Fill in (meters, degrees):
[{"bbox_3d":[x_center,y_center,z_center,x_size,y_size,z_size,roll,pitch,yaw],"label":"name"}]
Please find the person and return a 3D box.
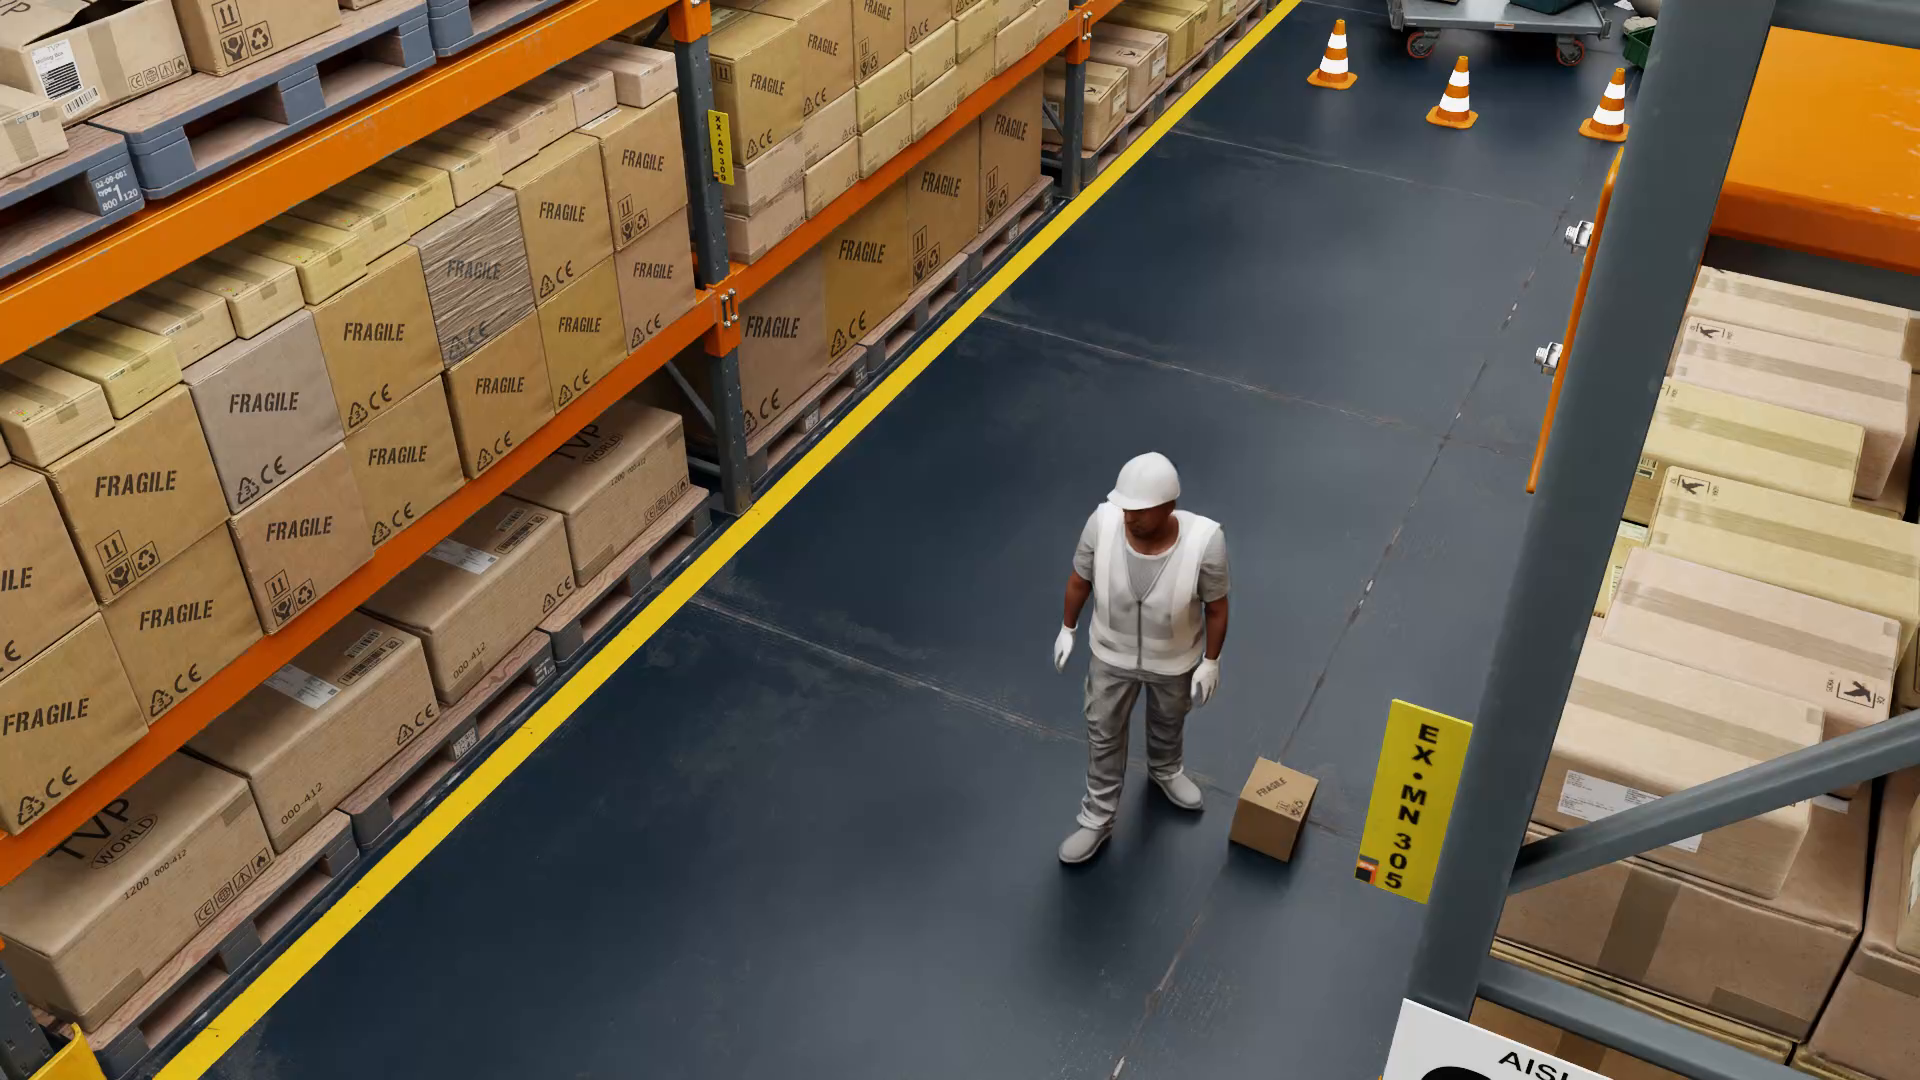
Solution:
[{"bbox_3d":[0.656,0.427,6.178,0.636,1.789,0.643,8,38,11],"label":"person"}]
